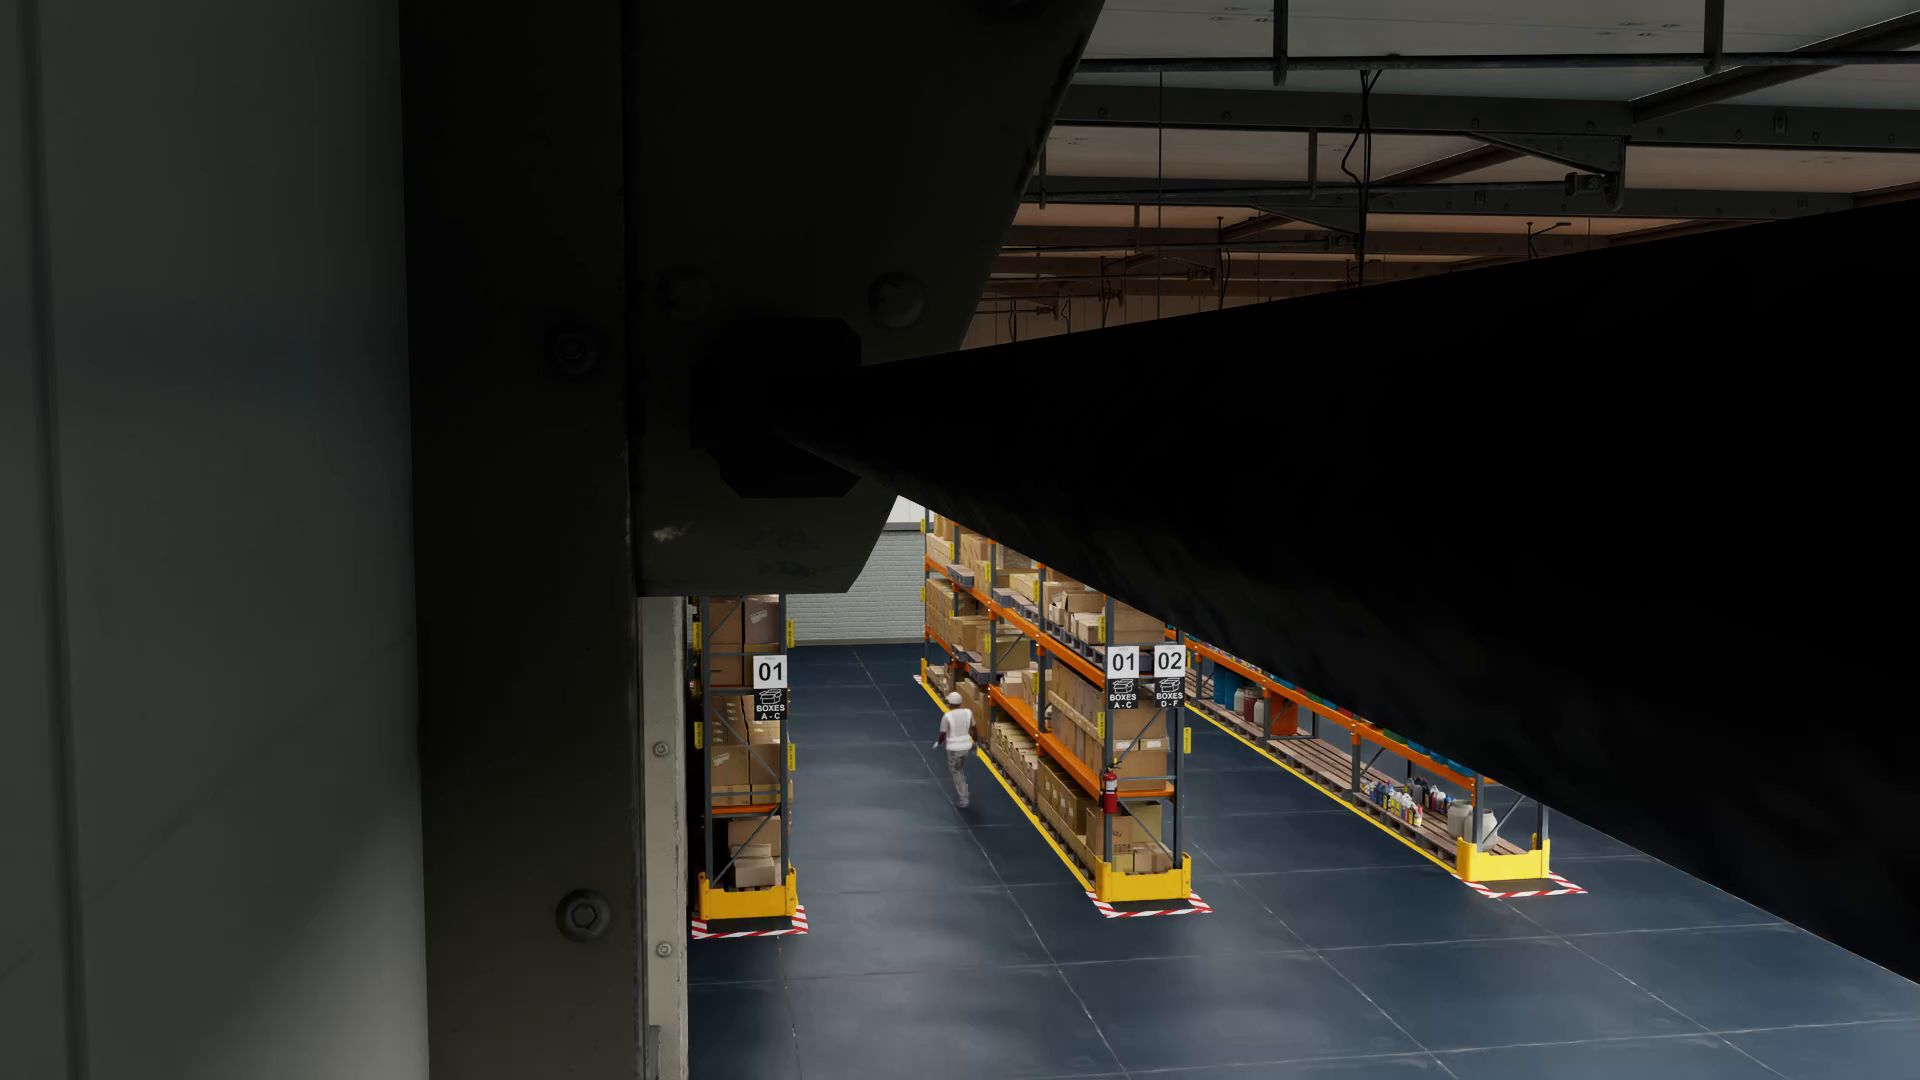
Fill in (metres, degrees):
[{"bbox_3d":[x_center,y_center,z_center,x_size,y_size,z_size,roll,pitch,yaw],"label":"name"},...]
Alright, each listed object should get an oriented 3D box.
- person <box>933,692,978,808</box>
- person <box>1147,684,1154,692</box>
[{"bbox_3d":[-0.080,3.237,25.600,0.649,1.828,0.609,-5,7,-44],"label":"person"},{"bbox_3d":[3.455,2.891,29.523,0.394,1.680,0.537,-1,5,-15],"label":"person"}]
